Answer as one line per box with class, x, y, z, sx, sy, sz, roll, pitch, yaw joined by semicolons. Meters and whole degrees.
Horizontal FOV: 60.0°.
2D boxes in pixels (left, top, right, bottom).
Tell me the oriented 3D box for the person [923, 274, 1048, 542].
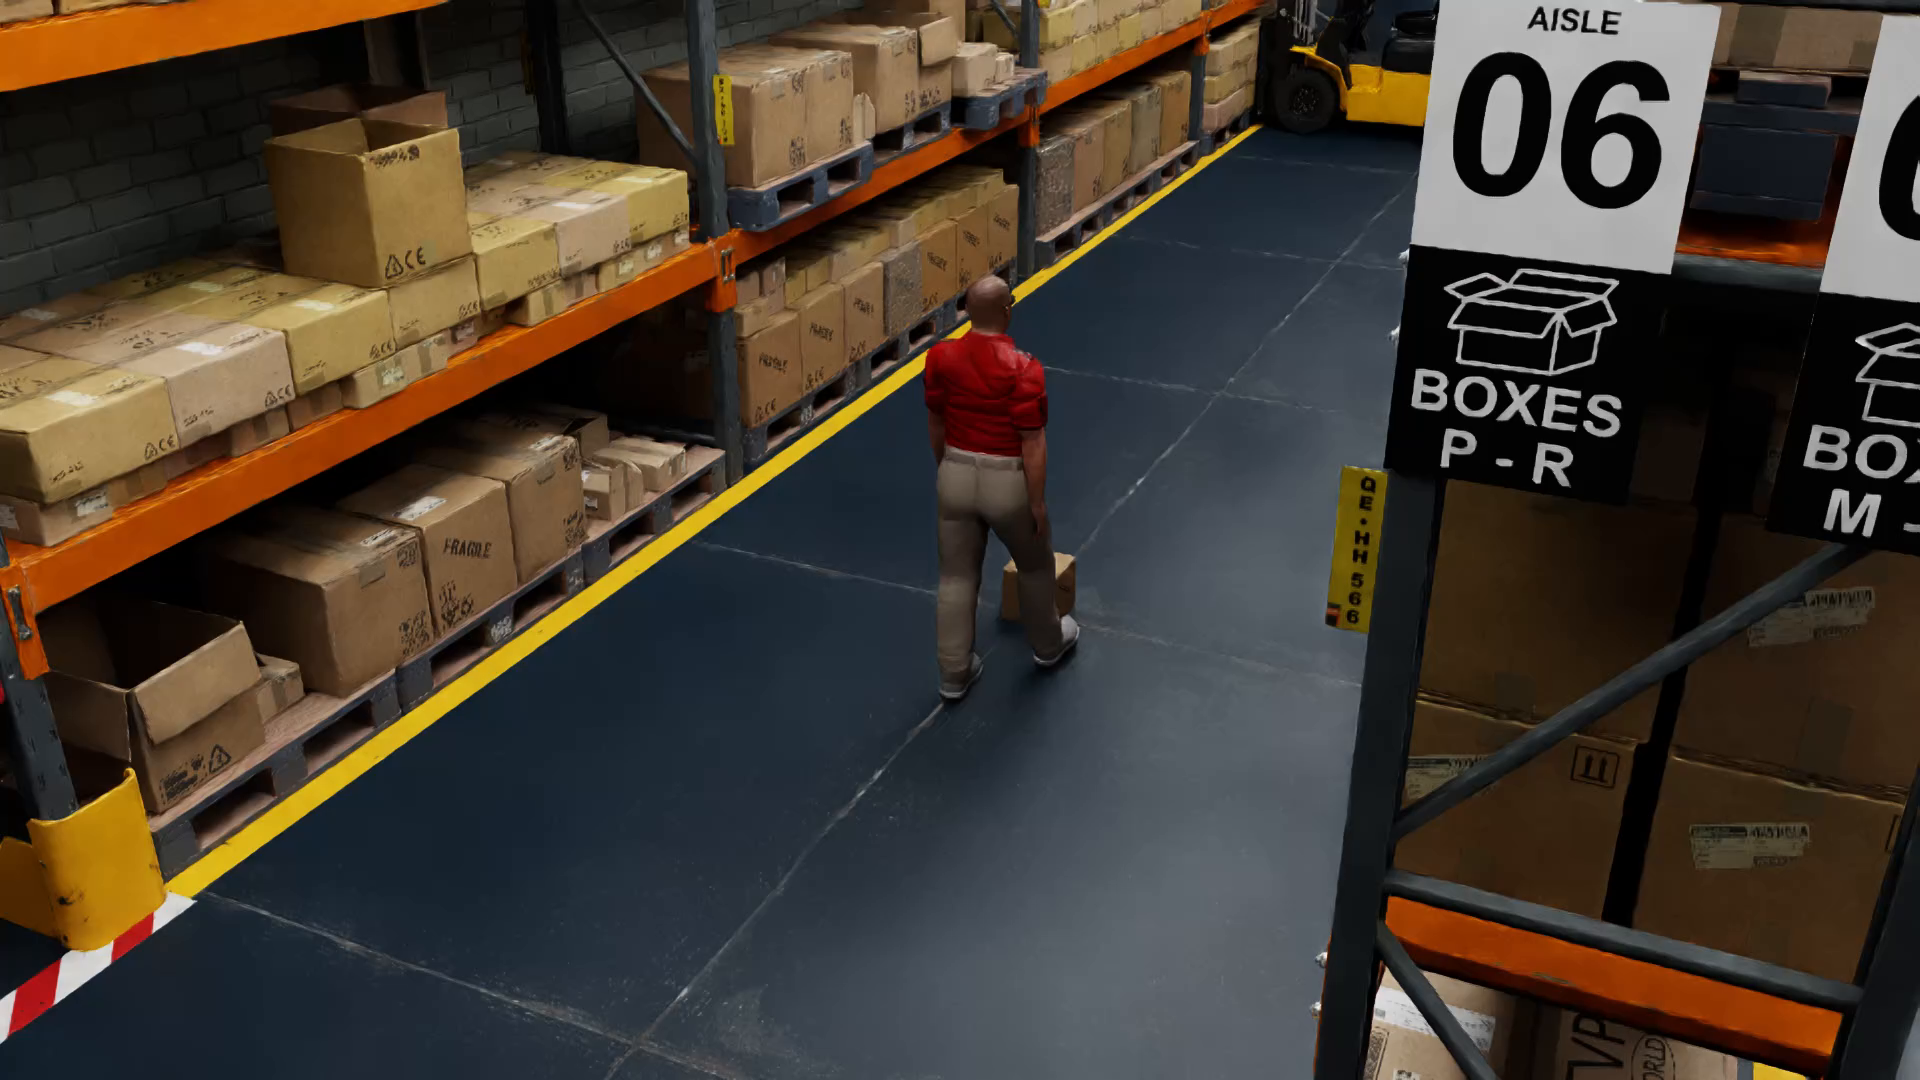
person;0.123;-0.529;6.429;0.528;1.031;0.342;10;28;19
